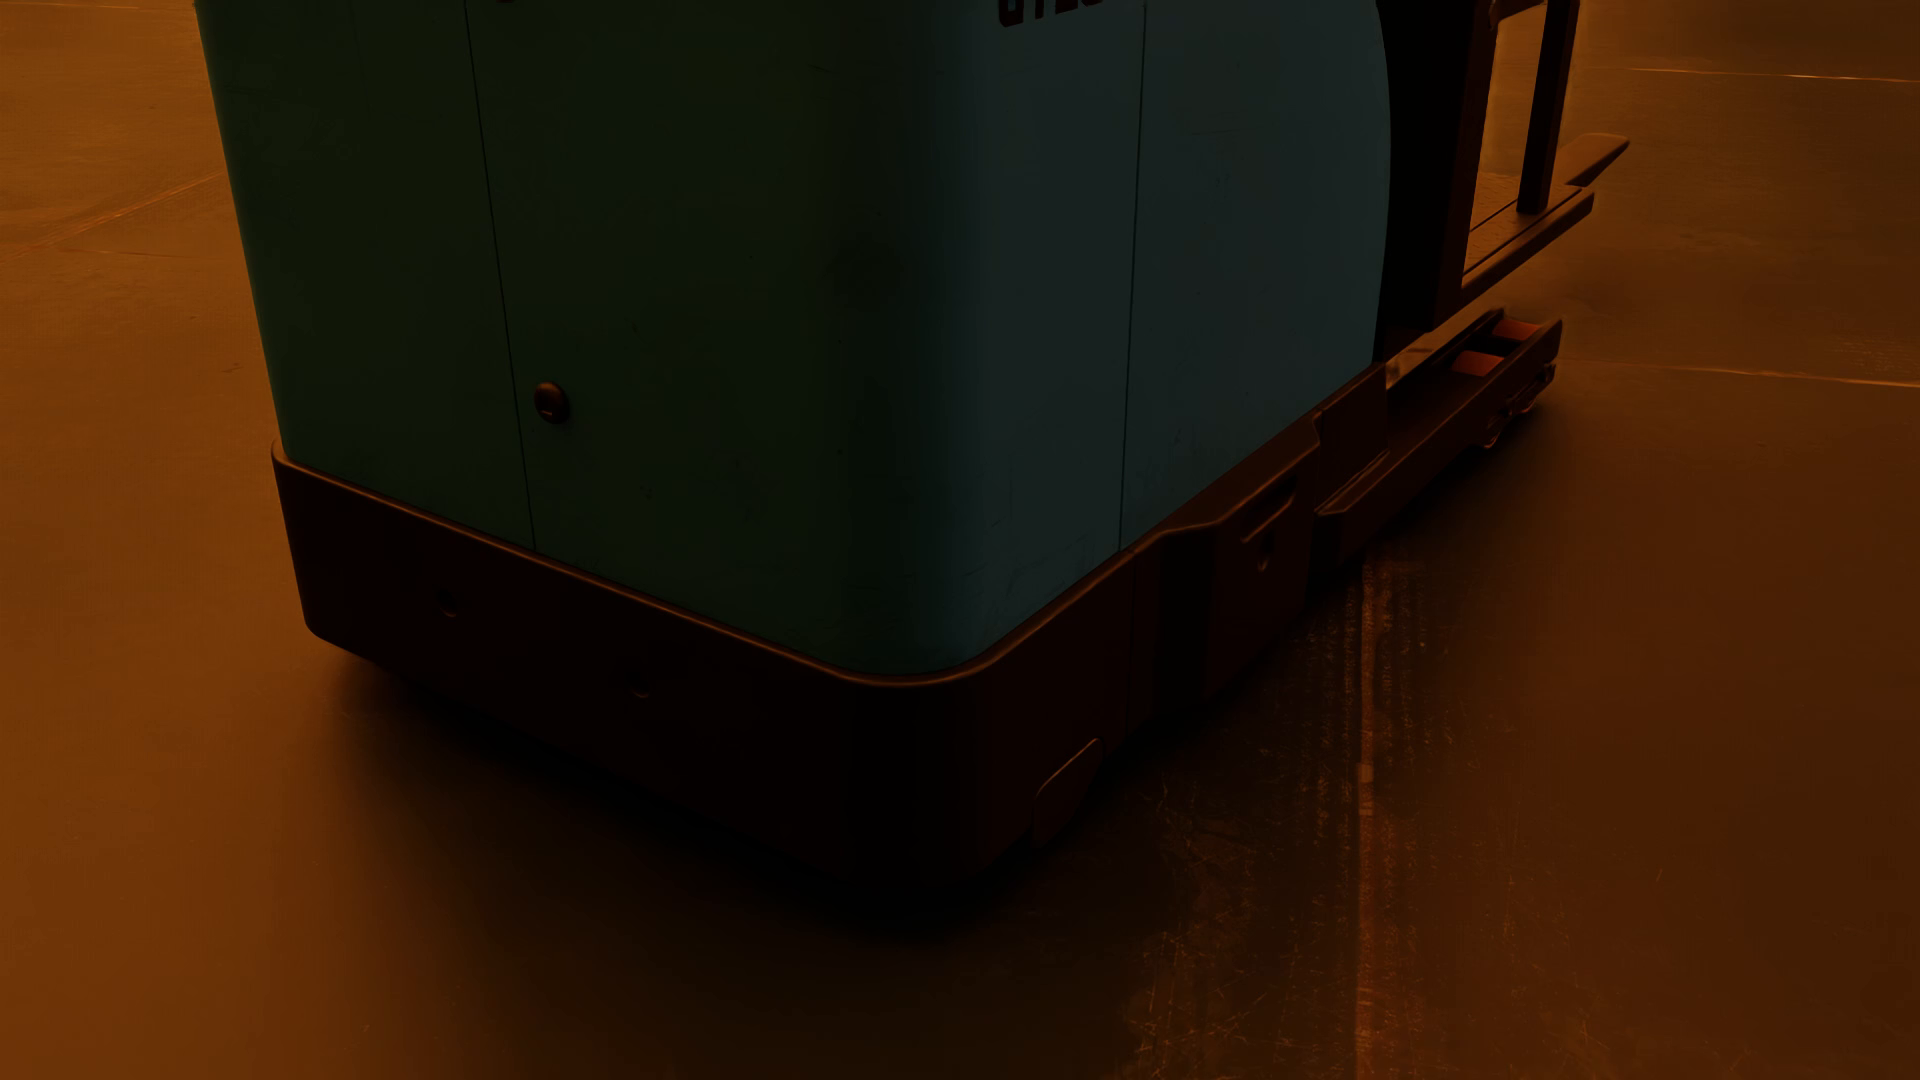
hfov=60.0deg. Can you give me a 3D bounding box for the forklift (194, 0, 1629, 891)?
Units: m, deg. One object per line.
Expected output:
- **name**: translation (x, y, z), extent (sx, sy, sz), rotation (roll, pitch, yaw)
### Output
- **forklift**: translation (0.406, -1.571, 2.360), extent (1.130, 2.935, 3.031), rotation (17, 32, 31)
